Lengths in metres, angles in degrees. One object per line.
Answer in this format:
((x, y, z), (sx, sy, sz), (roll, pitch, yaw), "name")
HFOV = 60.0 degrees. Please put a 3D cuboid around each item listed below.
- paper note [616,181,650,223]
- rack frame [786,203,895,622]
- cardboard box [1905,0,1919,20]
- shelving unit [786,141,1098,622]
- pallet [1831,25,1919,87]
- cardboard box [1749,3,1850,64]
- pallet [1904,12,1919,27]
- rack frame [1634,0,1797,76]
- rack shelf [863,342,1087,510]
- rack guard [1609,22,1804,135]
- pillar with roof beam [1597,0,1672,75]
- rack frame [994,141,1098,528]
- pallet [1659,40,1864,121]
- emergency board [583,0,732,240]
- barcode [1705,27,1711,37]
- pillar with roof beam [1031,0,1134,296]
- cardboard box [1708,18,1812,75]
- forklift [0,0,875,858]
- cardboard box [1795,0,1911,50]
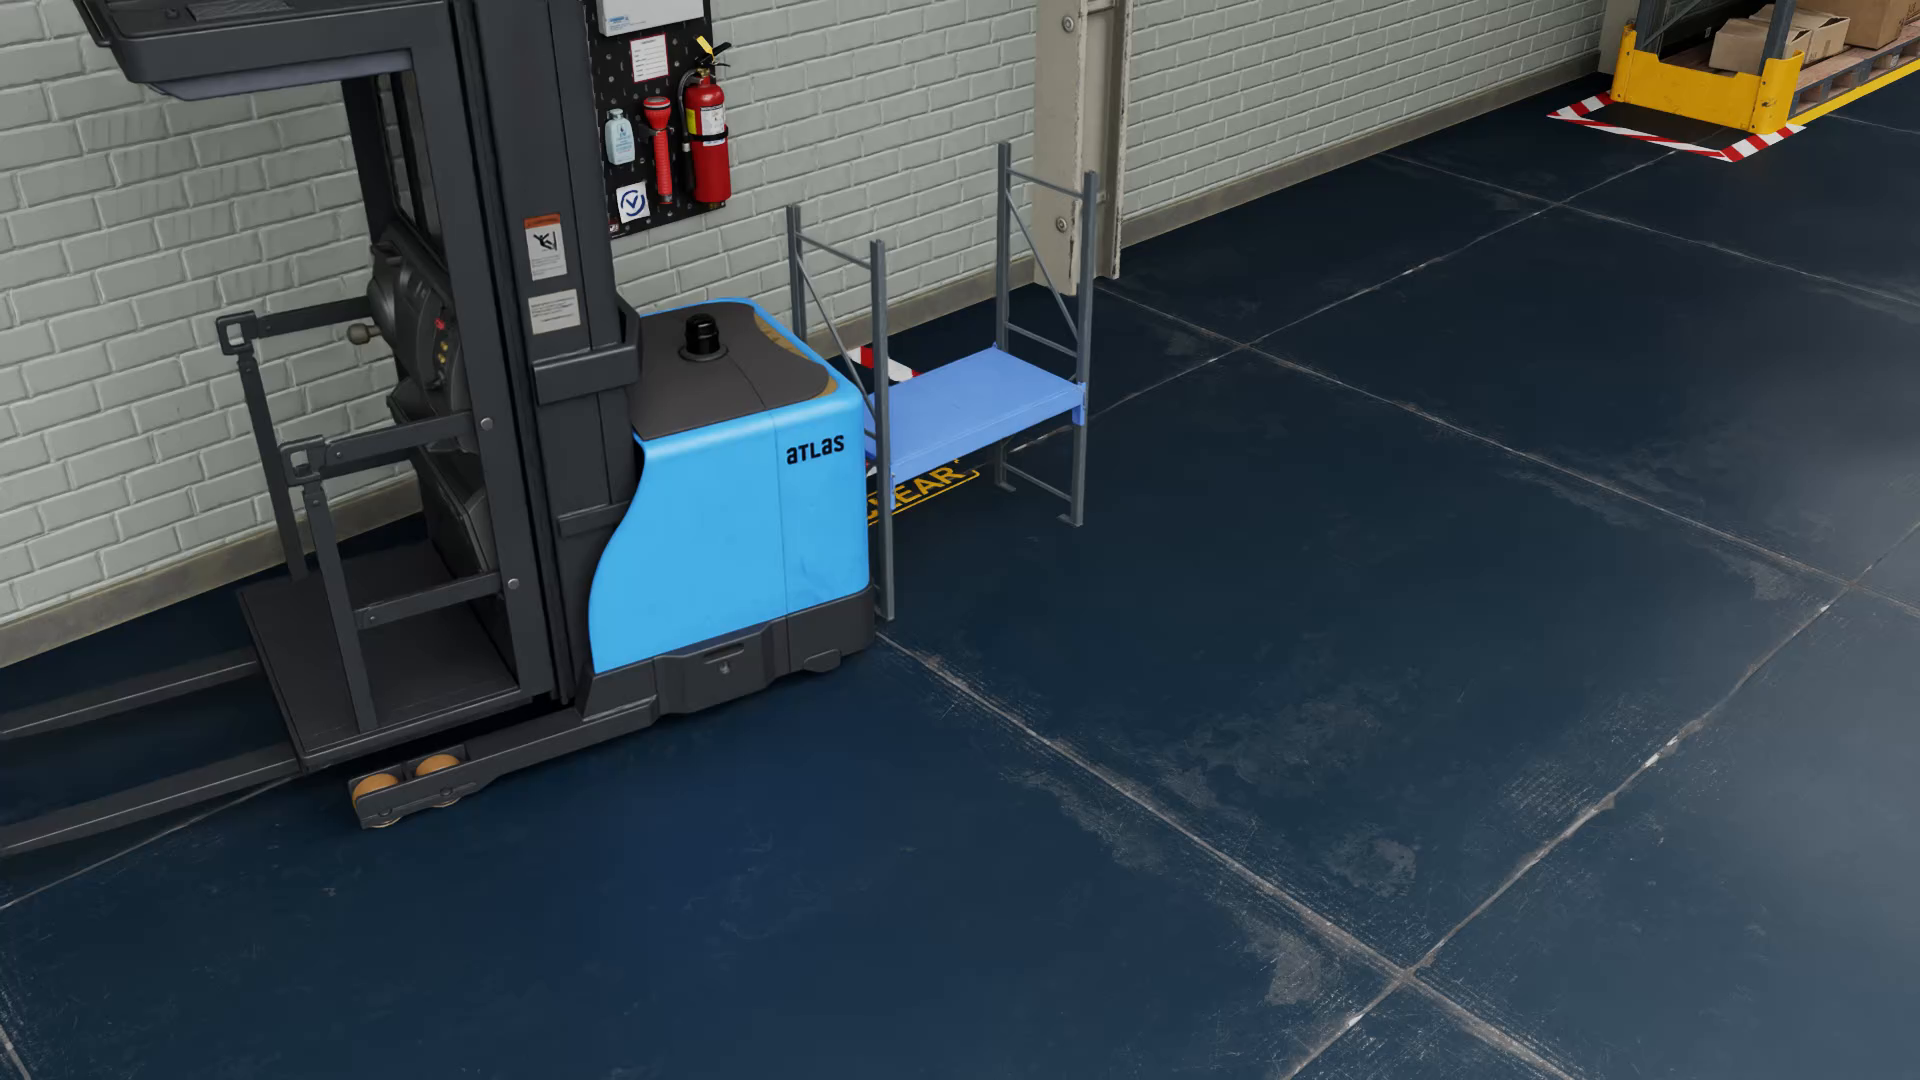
((-1.388, -1.435, 7.066), (0.142, 0.148, 0.016), (-26, 40, -35), "paper note")
((-0.426, -0.434, 6.022), (0.032, 1.500, 0.500), (-25, 40, -35), "rack frame")
((7.301, -4.415, 13.069), (0.500, 0.500, 0.500), (26, 40, 35), "cardboard box")
((-0.050, -0.613, 6.315), (1.048, 1.500, 0.538), (-25, 40, -35), "shelving unit")
((6.671, -3.801, 12.764), (1.213, 0.211, 1.003), (-26, 40, -35), "pallet")
((6.088, -3.712, 12.101), (0.500, 0.311, 0.500), (-22, 38, -32), "cardboard box")
((7.566, -4.236, 13.475), (1.213, 0.211, 1.003), (-26, 40, -35), "pallet")
((5.101, -4.258, 10.839), (0.127, 3.000, 1.000), (-26, 40, -35), "rack frame")
((-0.050, -0.459, 6.408), (1.000, 0.185, 0.538), (-25, 40, -35), "rack shelf")
((5.157, -3.219, 11.535), (0.348, 0.500, 1.175), (-26, 40, -35), "rack guard")
((7.954, -5.750, 7.528), (0.400, 9.000, 9.100), (-26, 40, -35), "pillar with roof beam")
((0.325, -0.792, 6.607), (0.032, 1.500, 0.500), (-25, 40, -35), "rack frame")
((5.777, -3.370, 12.060), (1.213, 0.211, 1.003), (-26, 40, -35), "pallet")
((-1.211, -1.847, 6.896), (0.643, 1.169, 0.194), (-26, 40, -35), "emergency board")
((5.411, -3.673, 12.029), (0.075, 0.075, 0.001), (-26, 40, -35), "barcode")
((3.554, -3.622, 4.047), (0.400, 9.000, 9.100), (-26, 40, -35), "pillar with roof beam")
((5.670, -3.510, 11.771), (0.500, 0.311, 0.500), (24, 39, 34), "cardboard box")
((-1.841, -0.657, 5.014), (3.031, 2.935, 1.130), (-17, 35, -26), "forklift")
((6.660, -4.034, 12.446), (0.700, 0.500, 0.500), (26, 40, 36), "cardboard box")
